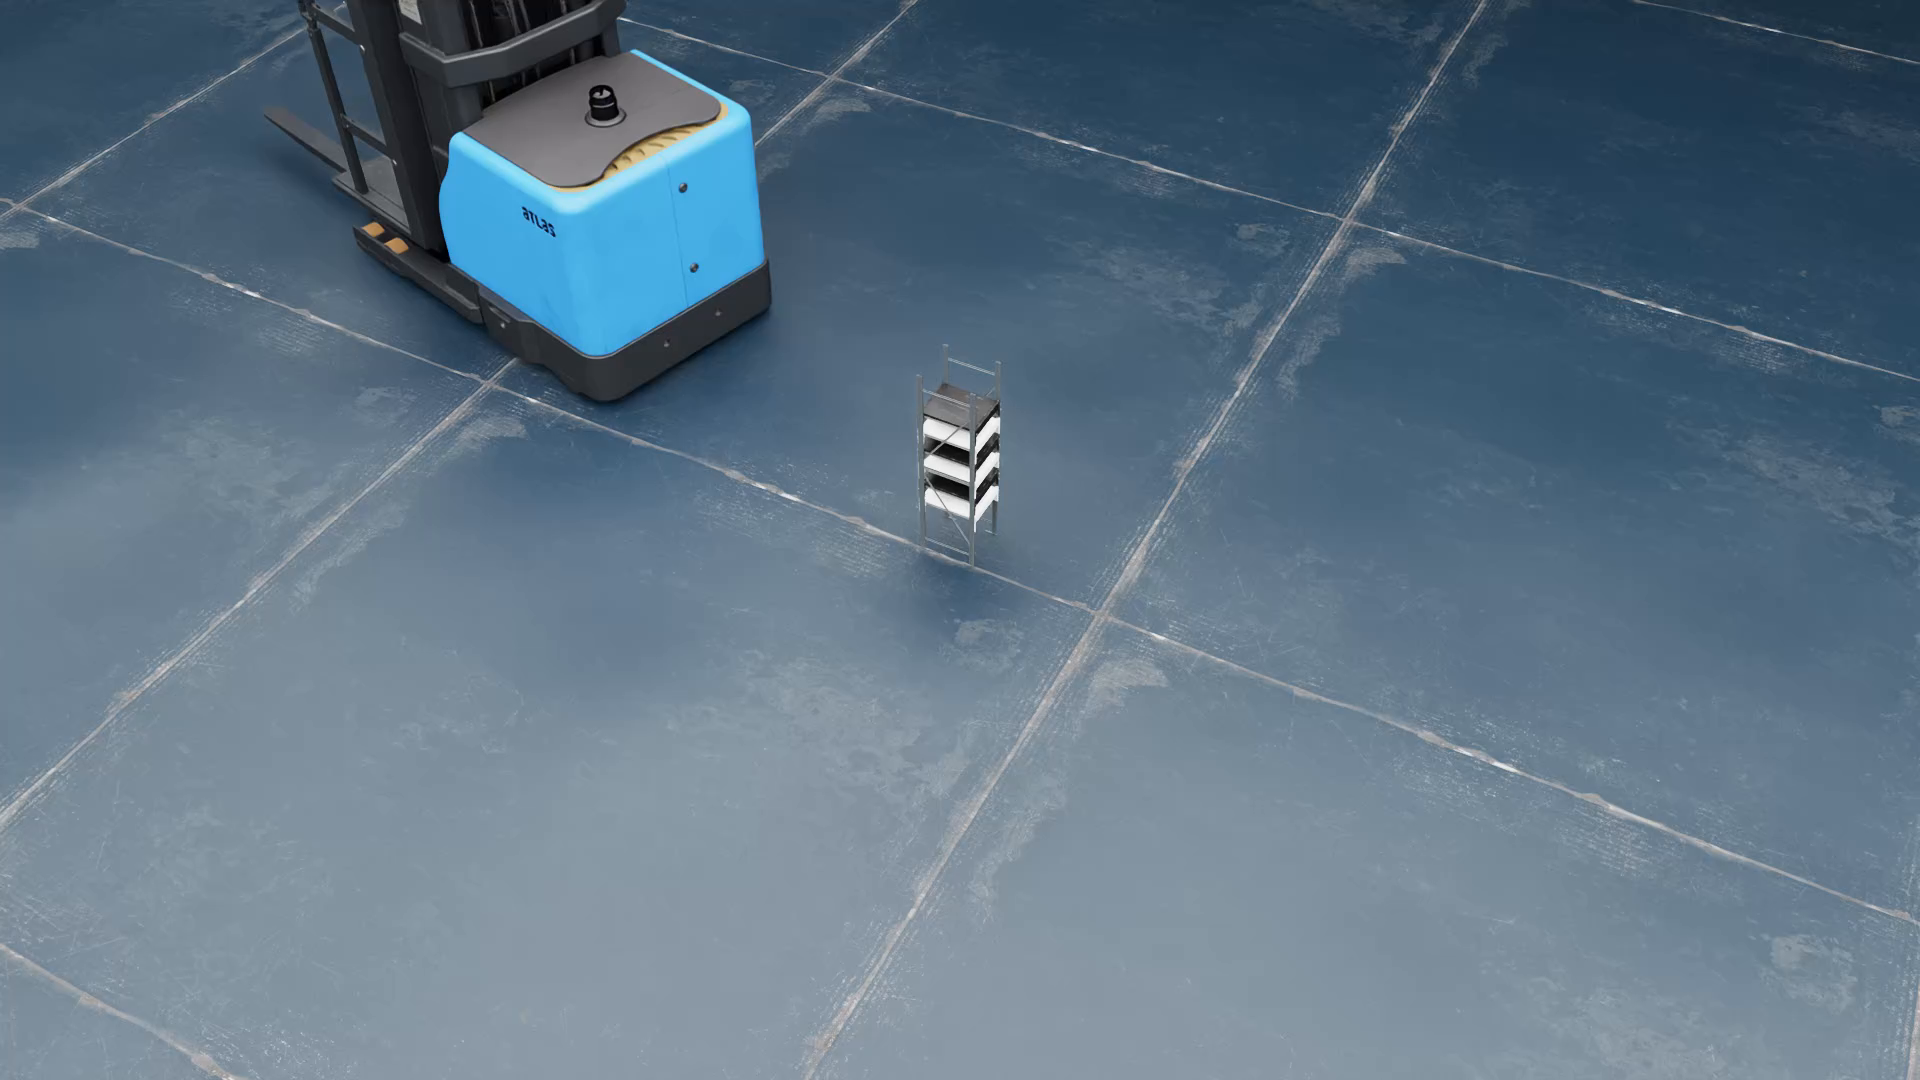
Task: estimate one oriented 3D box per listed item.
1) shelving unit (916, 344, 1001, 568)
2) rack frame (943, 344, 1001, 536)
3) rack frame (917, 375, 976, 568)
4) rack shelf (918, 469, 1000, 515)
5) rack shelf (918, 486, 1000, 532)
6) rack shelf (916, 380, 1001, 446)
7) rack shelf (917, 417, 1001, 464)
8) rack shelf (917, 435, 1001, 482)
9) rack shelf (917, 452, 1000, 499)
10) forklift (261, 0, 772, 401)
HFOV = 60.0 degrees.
[{"bbox_3d":[-0.004,-0.311,6.425,0.258,0.900,0.210,20,49,19],"label":"shelving unit"},{"bbox_3d":[0.043,-0.375,6.488,0.240,0.900,0.006,20,49,19],"label":"rack frame"},{"bbox_3d":[-0.051,-0.247,6.362,0.240,0.900,0.006,20,49,19],"label":"rack frame"},{"bbox_3d":[-0.004,-0.225,6.513,0.258,0.077,0.200,20,49,19],"label":"rack shelf"},{"bbox_3d":[-0.004,-0.161,6.577,0.258,0.077,0.200,20,49,19],"label":"rack shelf"},{"bbox_3d":[-0.004,-0.478,6.257,0.258,0.077,0.200,20,49,19],"label":"rack shelf"},{"bbox_3d":[-0.004,-0.414,6.321,0.258,0.077,0.200,20,49,19],"label":"rack shelf"},{"bbox_3d":[-0.004,-0.351,6.385,0.258,0.077,0.200,20,49,19],"label":"rack shelf"},{"bbox_3d":[-0.004,-0.288,6.449,0.258,0.077,0.200,20,49,19],"label":"rack shelf"},{"bbox_3d":[-2.299,-2.559,7.218,3.031,2.935,1.130,33,54,29],"label":"forklift"}]
